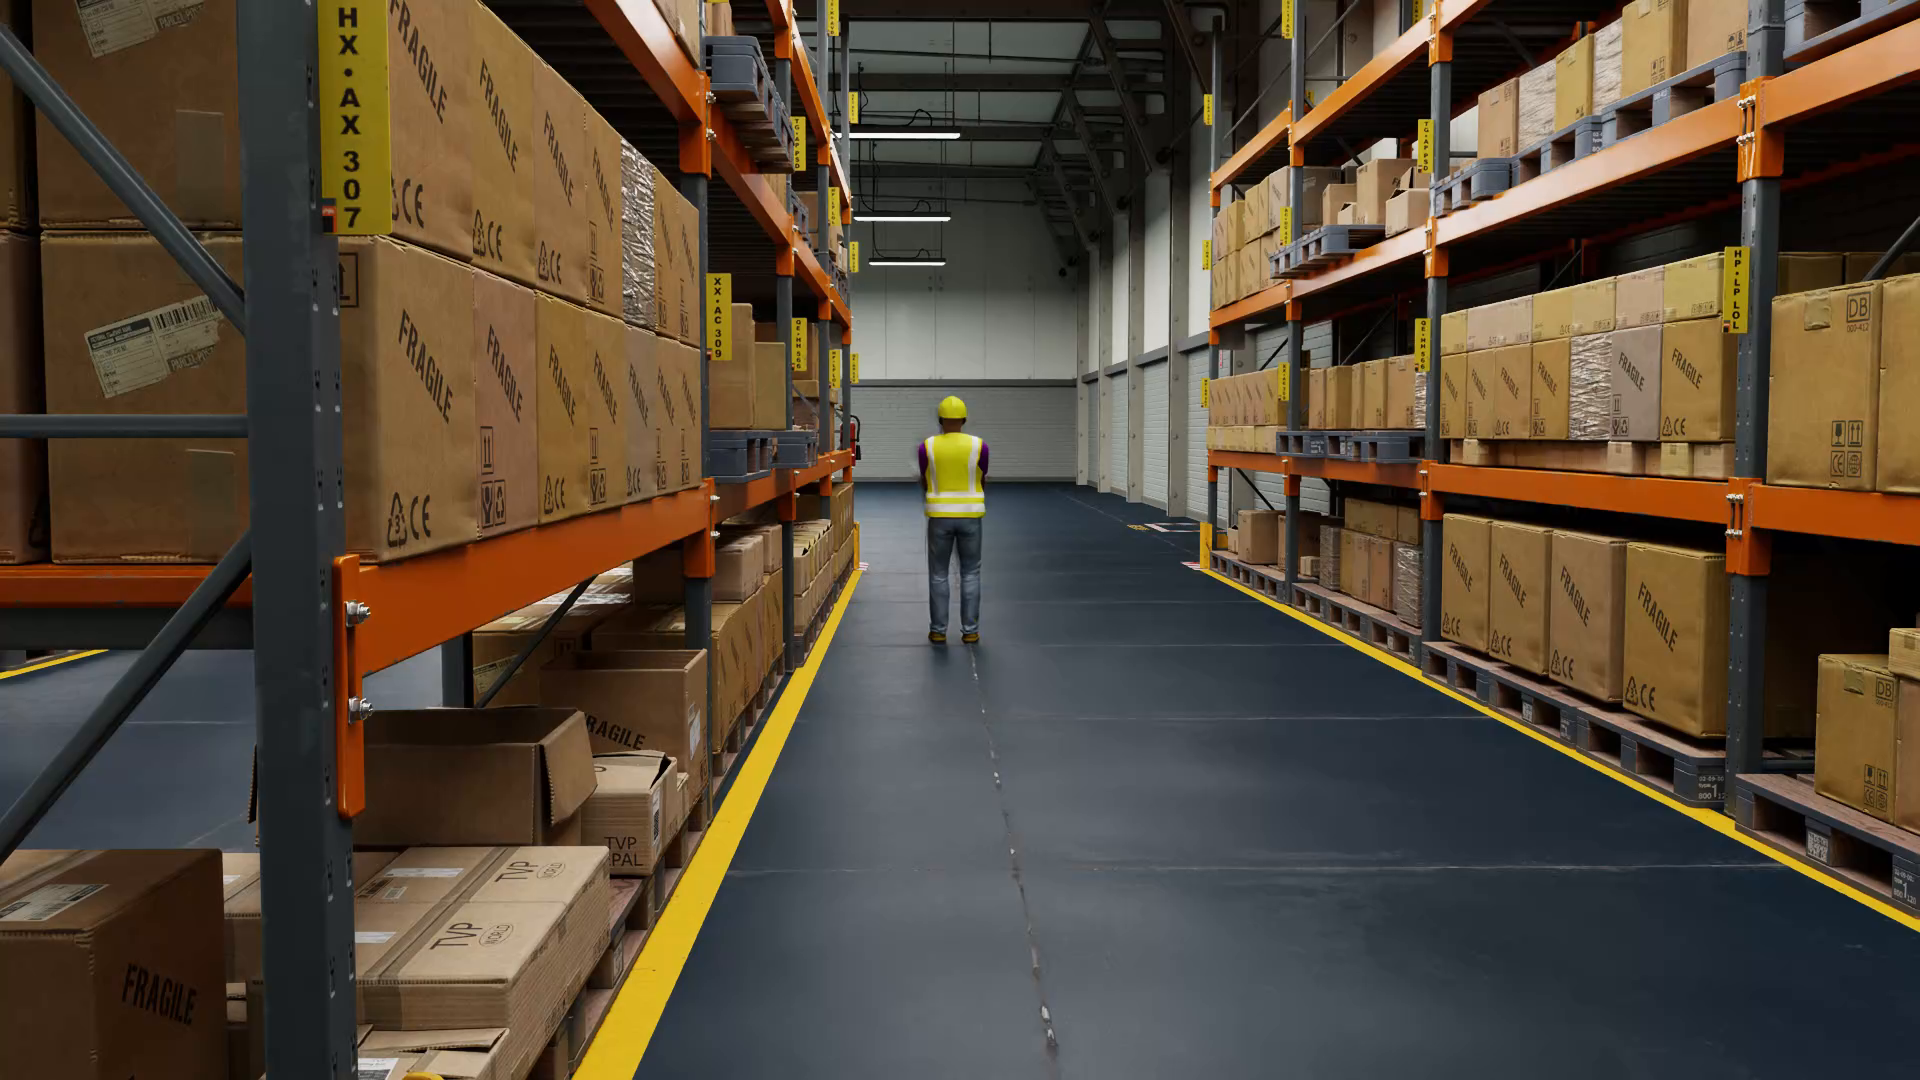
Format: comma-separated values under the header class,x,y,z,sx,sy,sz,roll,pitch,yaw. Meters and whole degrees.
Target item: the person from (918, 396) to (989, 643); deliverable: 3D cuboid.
class,x,y,z,sx,sy,sz,roll,pitch,yaw
person,-0.048,-0.155,11.993,0.502,1.762,0.586,0,4,-1
